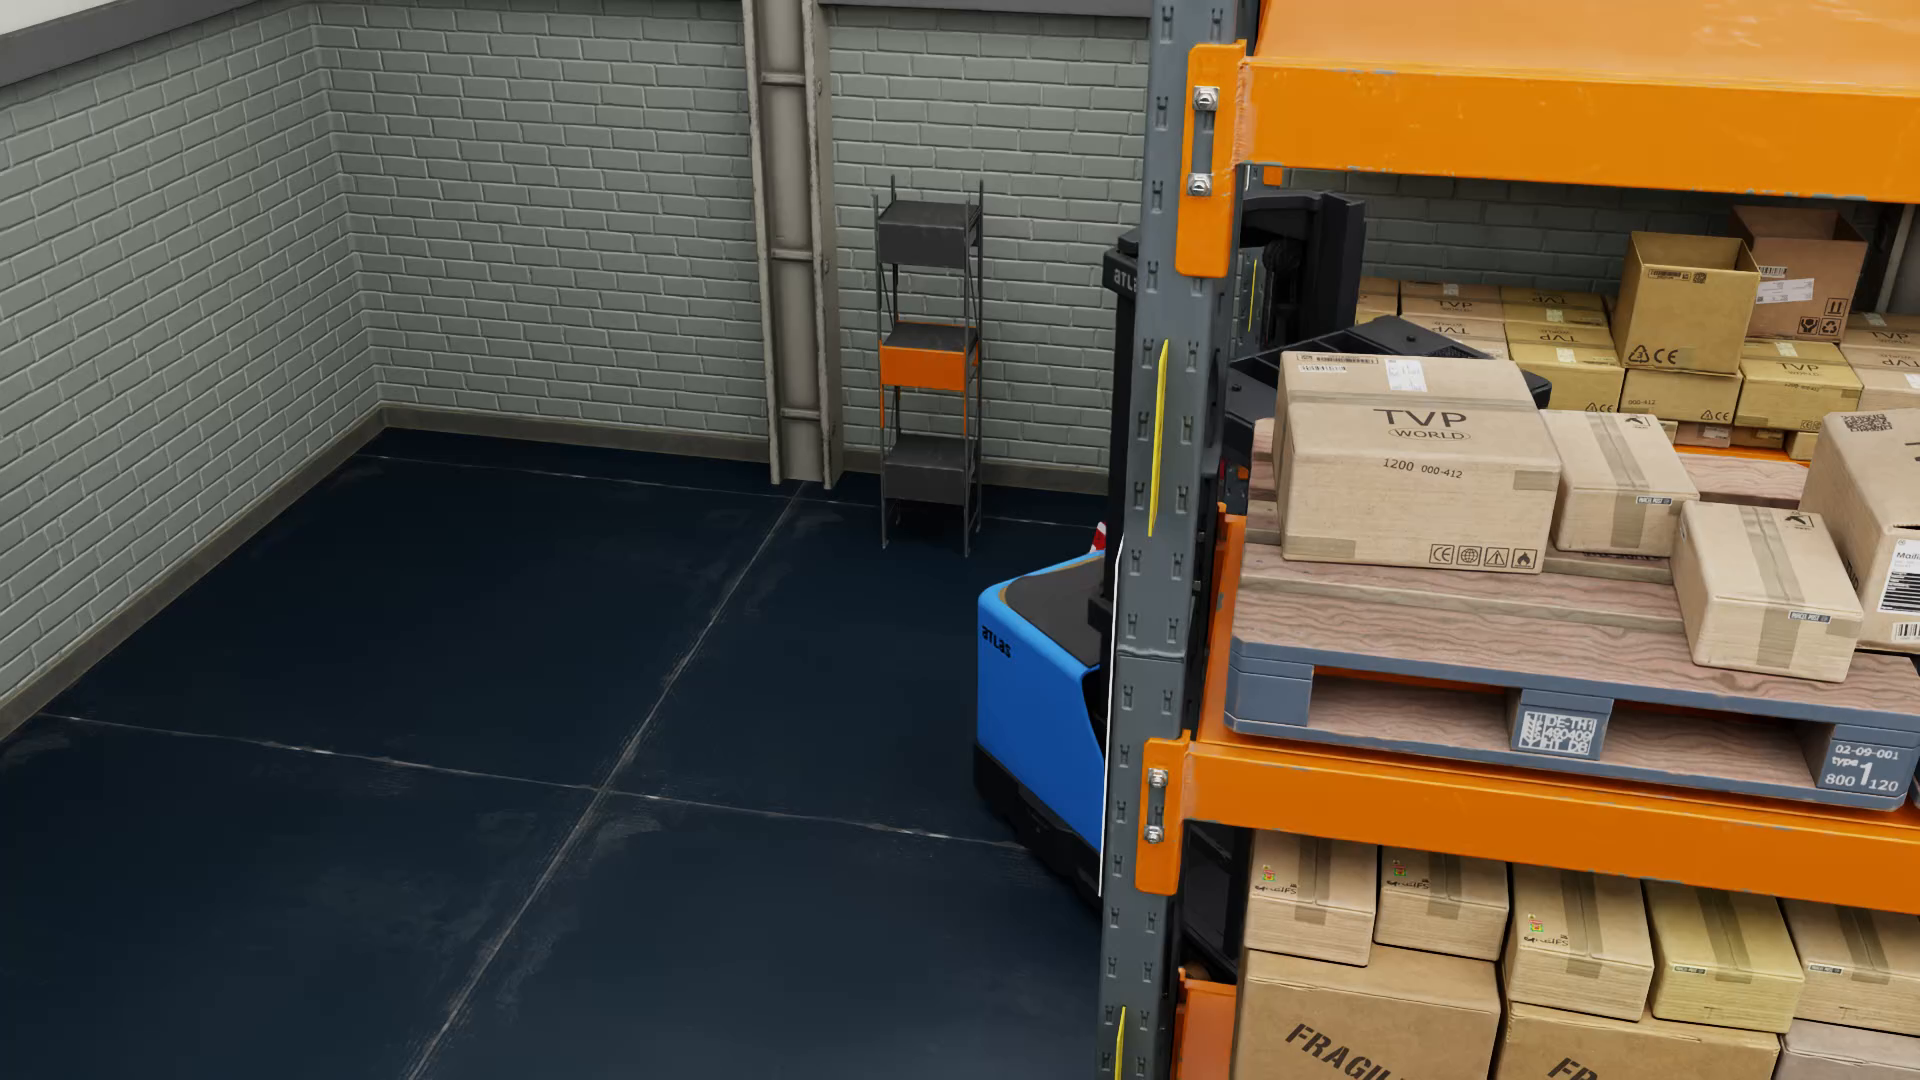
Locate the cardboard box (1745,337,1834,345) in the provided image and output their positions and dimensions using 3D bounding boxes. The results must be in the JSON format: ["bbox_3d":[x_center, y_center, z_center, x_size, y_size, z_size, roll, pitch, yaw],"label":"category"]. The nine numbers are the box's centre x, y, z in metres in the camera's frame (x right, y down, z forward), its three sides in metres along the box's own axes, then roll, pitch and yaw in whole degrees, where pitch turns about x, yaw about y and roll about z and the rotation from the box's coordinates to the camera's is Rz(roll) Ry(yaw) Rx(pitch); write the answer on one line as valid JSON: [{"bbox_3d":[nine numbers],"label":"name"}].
[{"bbox_3d":[3.979,-0.968,8.240,0.500,0.250,0.500,6,29,12],"label":"cardboard box"}]

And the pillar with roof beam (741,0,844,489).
[{"bbox_3d":[-1.857,-2.331,4.637,0.400,9.000,9.100,6,29,11],"label":"pillar with roof beam"}]

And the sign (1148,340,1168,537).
[{"bbox_3d":[0.336,-0.170,2.821,0.005,0.325,0.100,6,29,11],"label":"sign"}]

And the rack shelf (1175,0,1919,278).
[{"bbox_3d":[2.414,-0.636,2.707,4.000,0.370,1.077,6,29,11],"label":"rack shelf"}]

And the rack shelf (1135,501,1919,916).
[{"bbox_3d":[2.414,0.504,3.331,4.000,0.370,1.077,6,29,11],"label":"rack shelf"}]

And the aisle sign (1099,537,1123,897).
[{"bbox_3d":[0.327,0.292,3.385,0.004,0.787,0.394,6,29,11],"label":"aisle sign"}]

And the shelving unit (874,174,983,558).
[{"bbox_3d":[-0.162,-0.938,9.276,0.503,2.100,0.431,6,29,11],"label":"shelving unit"}]

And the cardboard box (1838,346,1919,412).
[{"bbox_3d":[4.361,-0.671,7.699,0.500,0.250,0.500,6,29,11],"label":"cardboard box"}]

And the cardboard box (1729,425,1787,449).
[{"bbox_3d":[3.784,-0.590,7.966,0.250,0.149,0.380,6,29,11],"label":"cardboard box"}]

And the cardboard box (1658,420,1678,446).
[{"bbox_3d":[3.266,-0.587,7.959,0.250,0.149,0.380,7,29,12],"label":"cardboard box"}]

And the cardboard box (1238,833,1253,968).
[{"bbox_3d":[0.979,0.758,4.097,0.500,0.500,0.500,7,29,12],"label":"cardboard box"}]

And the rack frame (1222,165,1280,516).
[{"bbox_3d":[1.491,-1.028,8.504,0.127,3.000,1.000,6,29,11],"label":"rack frame"}]

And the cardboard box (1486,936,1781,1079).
[{"bbox_3d":[1.375,1.052,3.560,0.500,0.500,0.500,5,29,9],"label":"cardboard box"}]

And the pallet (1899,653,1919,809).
[{"bbox_3d":[2.382,0.217,3.198,1.213,0.211,1.003,6,29,11],"label":"pallet"}]

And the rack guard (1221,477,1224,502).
[{"bbox_3d":[1.565,0.076,9.090,0.348,0.500,1.175,6,29,11],"label":"rack guard"}]

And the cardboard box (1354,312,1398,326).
[{"bbox_3d":[1.878,-0.921,8.154,0.500,0.250,0.500,6,29,11],"label":"cardboard box"}]

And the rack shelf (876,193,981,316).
[{"bbox_3d":[-0.162,-1.540,8.946,0.480,0.518,0.431,6,29,11],"label":"rack shelf"}]

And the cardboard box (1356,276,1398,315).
[{"bbox_3d":[1.996,-1.171,8.612,0.500,0.250,0.500,7,29,12],"label":"cardboard box"}]

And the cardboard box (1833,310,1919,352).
[{"bbox_3d":[4.483,-0.915,8.144,0.500,0.250,0.500,6,29,10],"label":"cardboard box"}]

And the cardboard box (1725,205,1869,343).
[{"bbox_3d":[4.002,-1.295,8.057,0.500,0.500,0.500,5,29,9],"label":"cardboard box"}]

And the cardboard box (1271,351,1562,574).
[{"bbox_3d":[0.917,-0.172,3.431,0.500,0.250,0.500,3,29,6],"label":"cardboard box"}]

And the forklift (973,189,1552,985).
[{"bbox_3d":[1.278,0.338,6.081,1.130,2.935,3.031,-17,33,-28],"label":"forklift"}]

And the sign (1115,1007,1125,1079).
[{"bbox_3d":[0.336,1.149,3.543,0.005,0.325,0.100,6,29,11],"label":"sign"}]

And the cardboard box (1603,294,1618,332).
[{"bbox_3d":[3.495,-1.014,8.326,0.500,0.250,0.500,6,29,10],"label":"cardboard box"}]

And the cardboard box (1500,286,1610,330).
[{"bbox_3d":[2.983,-1.067,8.422,0.500,0.250,0.500,7,29,12],"label":"cardboard box"}]

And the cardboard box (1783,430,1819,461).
[{"bbox_3d":[4.013,-0.512,7.823,0.250,0.149,0.380,5,29,10],"label":"cardboard box"}]

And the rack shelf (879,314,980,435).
[{"bbox_3d":[-0.162,-0.926,9.283,0.480,0.518,0.431,6,29,11],"label":"rack shelf"}]

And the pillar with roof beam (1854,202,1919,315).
[{"bbox_3d":[4.011,-1.730,3.538,0.400,9.000,9.100,6,29,11],"label":"pillar with roof beam"}]

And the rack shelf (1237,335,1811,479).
[{"bbox_3d":[3.447,-0.512,8.310,4.000,0.370,1.077,6,29,11],"label":"rack shelf"}]

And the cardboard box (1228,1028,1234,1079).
[{"bbox_3d":[0.867,1.443,3.887,0.500,0.500,0.500,6,29,10],"label":"cardboard box"}]

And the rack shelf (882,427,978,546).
[{"bbox_3d":[-0.162,-0.312,9.619,0.480,0.518,0.431,6,29,11],"label":"rack shelf"}]

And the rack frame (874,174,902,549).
[{"bbox_3d":[-0.401,-0.962,9.321,0.015,2.100,0.400,6,29,11],"label":"rack frame"}]

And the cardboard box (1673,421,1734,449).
[{"bbox_3d":[3.533,-0.593,7.971,0.250,0.149,0.380,6,29,10],"label":"cardboard box"}]

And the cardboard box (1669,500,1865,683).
[{"bbox_3d":[1.474,0.087,3.064,0.250,0.149,0.380,7,29,12],"label":"cardboard box"}]

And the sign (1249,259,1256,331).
[{"bbox_3d":[1.378,-1.153,7.831,0.005,0.325,0.100,6,29,11],"label":"sign"}]

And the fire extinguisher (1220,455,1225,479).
[{"bbox_3d":[1.251,-0.628,8.243,0.183,0.674,0.296,6,29,11],"label":"fire extinguisher"}]

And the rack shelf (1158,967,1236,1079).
[{"bbox_3d":[2.414,1.820,4.052,4.000,0.370,1.077,6,29,11],"label":"rack shelf"}]

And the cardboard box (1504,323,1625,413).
[{"bbox_3d":[2.868,-0.821,7.972,0.500,0.250,0.500,5,29,10],"label":"cardboard box"}]

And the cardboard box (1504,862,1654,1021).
[{"bbox_3d":[1.249,0.775,3.390,0.250,0.149,0.380,7,29,12],"label":"cardboard box"}]

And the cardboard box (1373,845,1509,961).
[{"bbox_3d":[1.019,0.695,3.536,0.250,0.149,0.380,7,29,12],"label":"cardboard box"}]

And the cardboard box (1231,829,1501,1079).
[{"bbox_3d":[0.868,1.003,3.649,0.500,0.500,0.500,5,29,9],"label":"cardboard box"}]

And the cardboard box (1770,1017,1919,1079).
[{"bbox_3d":[1.880,1.100,3.473,0.500,0.500,0.500,6,29,10],"label":"cardboard box"}]

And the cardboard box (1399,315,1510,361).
[{"bbox_3d":[2.371,-0.870,8.062,0.500,0.250,0.500,6,29,11],"label":"cardboard box"}]

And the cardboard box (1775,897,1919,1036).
[{"bbox_3d":[1.778,0.794,3.354,0.250,0.149,0.380,6,29,11],"label":"cardboard box"}]

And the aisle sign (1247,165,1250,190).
[{"bbox_3d":[1.363,-2.037,7.640,0.004,0.787,0.394,6,29,11],"label":"aisle sign"}]

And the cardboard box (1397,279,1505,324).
[{"bbox_3d":[2.500,-1.119,8.516,0.500,0.250,0.500,6,29,11],"label":"cardboard box"}]

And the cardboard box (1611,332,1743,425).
[{"bbox_3d":[3.372,-0.780,7.897,0.500,0.250,0.500,5,29,9],"label":"cardboard box"}]

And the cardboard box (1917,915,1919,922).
[{"bbox_3d":[2.013,0.839,3.273,0.250,0.149,0.380,6,29,11],"label":"cardboard box"}]

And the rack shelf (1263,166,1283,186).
[{"bbox_3d":[3.447,-1.828,7.590,4.000,0.370,1.077,6,29,11],"label":"rack shelf"}]

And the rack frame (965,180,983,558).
[{"bbox_3d":[0.077,-0.913,9.231,0.015,2.100,0.400,6,29,11],"label":"rack frame"}]

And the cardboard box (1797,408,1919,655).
[{"bbox_3d":[1.911,-0.028,3.105,0.500,0.311,0.500,6,29,11],"label":"cardboard box"}]

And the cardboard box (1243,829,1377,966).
[{"bbox_3d":[0.747,0.702,3.523,0.250,0.149,0.380,6,29,12],"label":"cardboard box"}]

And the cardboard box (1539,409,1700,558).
[{"bbox_3d":[1.344,-0.123,3.447,0.250,0.149,0.380,4,29,7],"label":"cardboard box"}]

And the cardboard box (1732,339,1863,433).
[{"bbox_3d":[3.876,-0.727,7.802,0.500,0.250,0.500,6,29,10],"label":"cardboard box"}]

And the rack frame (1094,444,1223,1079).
[{"bbox_3d":[0.458,1.304,4.245,0.127,3.000,1.000,6,29,11],"label":"rack frame"}]

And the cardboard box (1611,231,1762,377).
[{"bbox_3d":[3.345,-1.099,7.700,0.500,0.500,0.500,7,29,12],"label":"cardboard box"}]

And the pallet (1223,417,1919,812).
[{"bbox_3d":[1.186,0.096,3.419,1.213,0.211,1.003,6,29,11],"label":"pallet"}]

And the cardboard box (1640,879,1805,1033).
[{"bbox_3d":[1.510,0.793,3.357,0.250,0.149,0.380,5,29,9],"label":"cardboard box"}]

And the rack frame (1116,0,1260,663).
[{"bbox_3d":[0.458,-1.328,2.805,0.127,3.000,1.000,6,29,11],"label":"rack frame"}]
